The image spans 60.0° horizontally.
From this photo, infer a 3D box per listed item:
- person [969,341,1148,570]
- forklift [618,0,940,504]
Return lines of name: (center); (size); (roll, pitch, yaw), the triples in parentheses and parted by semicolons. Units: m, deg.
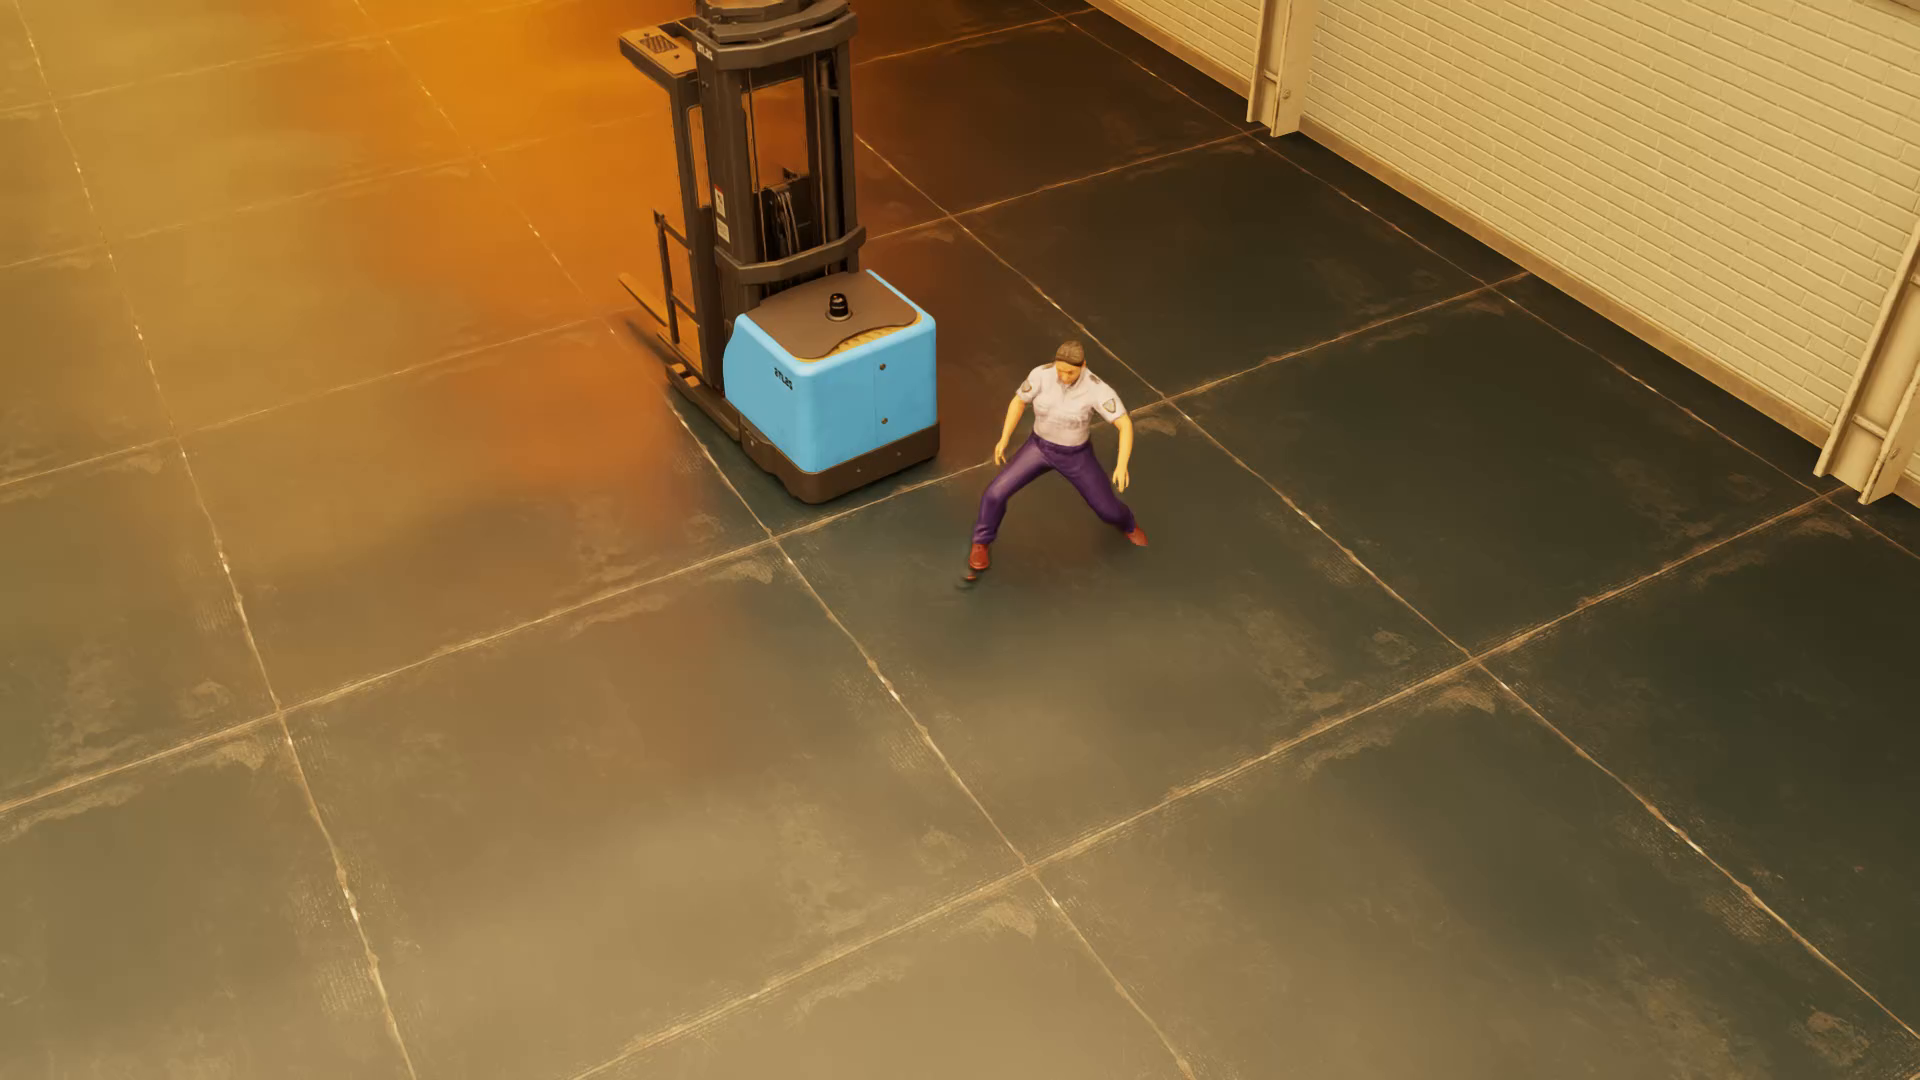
person: (0.612, -0.489, 9.800); (0.966, 1.518, 0.869); (16, 42, 19)
forklift: (-1.394, -2.255, 10.755); (1.130, 2.935, 3.031); (-24, 45, -26)
